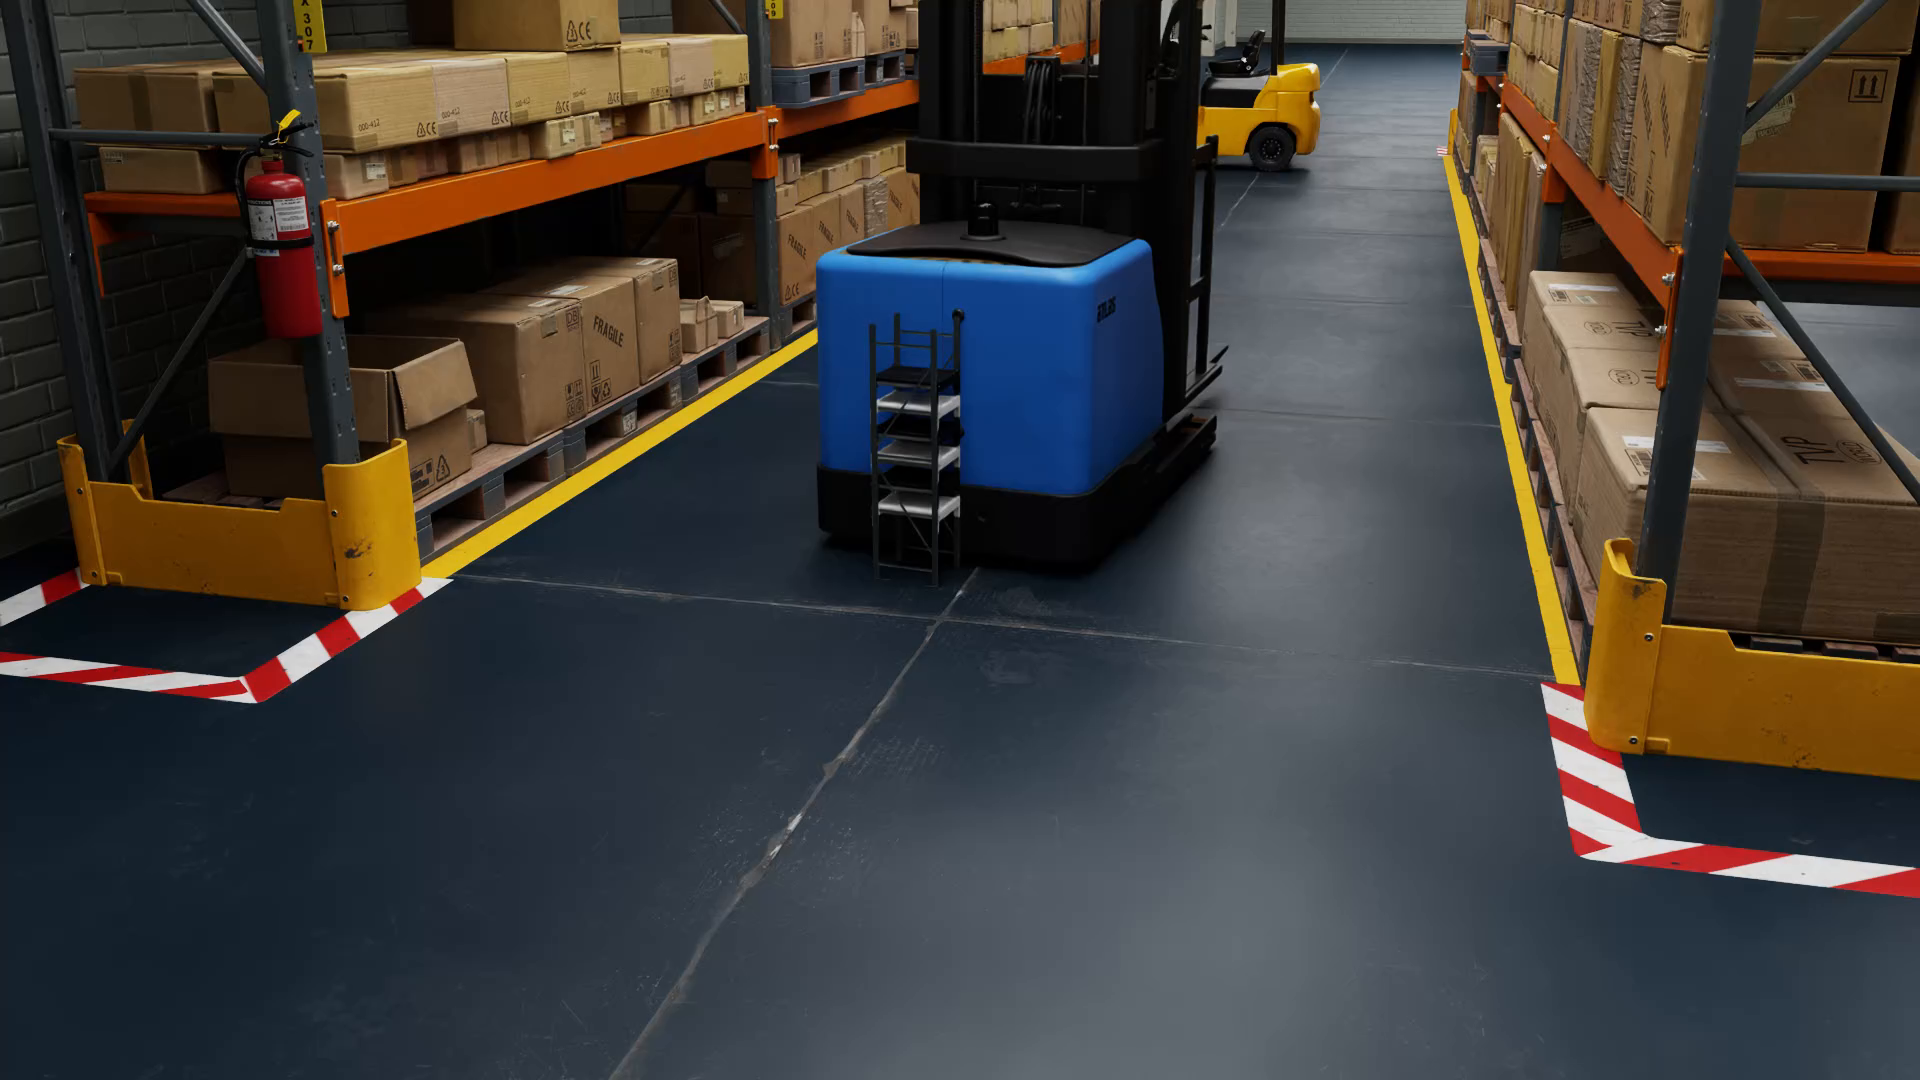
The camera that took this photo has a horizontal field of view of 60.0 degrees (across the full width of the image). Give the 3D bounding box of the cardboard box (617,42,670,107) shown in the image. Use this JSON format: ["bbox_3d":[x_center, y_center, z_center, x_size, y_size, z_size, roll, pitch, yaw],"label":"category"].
[{"bbox_3d":[-1.631,-2.086,7.427,0.500,0.250,0.500,5,19,13],"label":"cardboard box"}]

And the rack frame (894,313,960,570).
[{"bbox_3d":[-0.114,-0.334,5.774,0.240,0.900,0.006,7,20,20],"label":"rack frame"}]

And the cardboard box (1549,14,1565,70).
[{"bbox_3d":[3.185,-2.441,8.152,0.500,0.250,0.500,5,19,13],"label":"cardboard box"}]

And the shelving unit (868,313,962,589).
[{"bbox_3d":[-0.151,-0.304,5.685,0.258,0.900,0.210,7,20,20],"label":"shelving unit"}]

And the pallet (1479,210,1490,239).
[{"bbox_3d":[4.483,-2.297,12.586,1.003,0.211,1.213,5,19,13],"label":"pallet"}]

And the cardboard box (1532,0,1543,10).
[{"bbox_3d":[3.553,-3.282,9.454,0.500,0.500,0.500,5,19,14],"label":"cardboard box"}]

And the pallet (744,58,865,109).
[{"bbox_3d":[-1.200,-2.660,9.631,1.003,0.211,1.213,5,19,13],"label":"pallet"}]

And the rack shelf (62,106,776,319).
[{"bbox_3d":[-1.989,-1.542,7.173,1.077,0.370,4.000,5,19,13],"label":"rack shelf"}]

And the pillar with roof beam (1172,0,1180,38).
[{"bbox_3d":[8.960,-14.264,34.026,9.100,9.000,0.400,5,19,13],"label":"pillar with roof beam"}]

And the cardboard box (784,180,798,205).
[{"bbox_3d":[-1.162,-2.016,9.663,0.380,0.149,0.250,4,19,12],"label":"cardboard box"}]

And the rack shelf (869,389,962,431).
[{"bbox_3d":[-0.151,-0.443,5.637,0.258,0.077,0.200,7,20,20],"label":"rack shelf"}]

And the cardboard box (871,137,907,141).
[{"bbox_3d":[-0.435,-2.823,12.025,0.380,0.149,0.250,4,19,11],"label":"cardboard box"}]

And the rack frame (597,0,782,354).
[{"bbox_3d":[-1.501,-2.509,8.892,1.000,3.000,0.127,5,19,13],"label":"rack frame"}]

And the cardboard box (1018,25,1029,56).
[{"bbox_3d":[0.316,-4.456,14.824,0.500,0.250,0.500,5,19,14],"label":"cardboard box"}]

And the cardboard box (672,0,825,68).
[{"bbox_3d":[-1.166,-2.889,9.201,0.700,0.500,0.500,5,20,15],"label":"cardboard box"}]

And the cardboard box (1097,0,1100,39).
[{"bbox_3d":[1.305,-5.820,18.431,0.500,0.500,0.500,4,19,12],"label":"cardboard box"}]

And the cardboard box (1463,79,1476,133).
[{"bbox_3d":[5.399,-4.404,16.885,0.500,0.500,0.500,6,20,16],"label":"cardboard box"}]

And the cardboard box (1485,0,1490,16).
[{"bbox_3d":[4.620,-4.577,13.683,0.500,0.500,0.500,5,19,13],"label":"cardboard box"}]

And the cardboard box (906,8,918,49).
[{"bbox_3d":[-0.467,-3.534,11.476,0.500,0.250,0.500,4,19,11],"label":"cardboard box"}]

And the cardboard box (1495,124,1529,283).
[{"bbox_3d":[3.820,-2.076,10.262,0.875,0.875,0.875,5,19,14],"label":"cardboard box"}]

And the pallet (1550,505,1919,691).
[{"bbox_3d":[2.456,0.198,5.280,1.003,0.211,1.213,5,19,13],"label":"pallet"}]

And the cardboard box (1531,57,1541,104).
[{"bbox_3d":[3.446,-2.524,9.168,0.500,0.250,0.500,4,19,12],"label":"cardboard box"}]

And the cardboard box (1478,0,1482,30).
[{"bbox_3d":[5.255,-5.134,15.964,0.500,0.500,0.500,5,20,15],"label":"cardboard box"}]

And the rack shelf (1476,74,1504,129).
[{"bbox_3d":[4.779,-3.658,13.370,1.077,0.370,4.000,5,19,13],"label":"rack shelf"}]

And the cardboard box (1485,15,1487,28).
[{"bbox_3d":[4.827,-4.557,14.628,0.380,0.149,0.250,5,19,14],"label":"cardboard box"}]

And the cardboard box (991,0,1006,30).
[{"bbox_3d":[0.091,-4.368,13.792,0.500,0.250,0.500,4,19,12],"label":"cardboard box"}]

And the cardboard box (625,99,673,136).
[{"bbox_3d":[-1.542,-1.941,7.619,0.380,0.149,0.250,4,19,13],"label":"cardboard box"}]

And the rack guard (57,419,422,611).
[{"bbox_3d":[-2.459,-0.096,5.696,1.175,0.500,0.348,5,19,13],"label":"rack guard"}]

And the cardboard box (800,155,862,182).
[{"bbox_3d":[-0.859,-2.424,10.858,0.380,0.149,0.250,5,19,14],"label":"cardboard box"}]

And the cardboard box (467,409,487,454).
[{"bbox_3d":[-2.095,-0.419,6.535,0.380,0.149,0.250,4,19,11],"label":"cardboard box"}]

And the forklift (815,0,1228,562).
[{"bbox_3d":[0.486,-1.748,6.770,1.130,2.935,3.031,7,20,20],"label":"forklift"}]

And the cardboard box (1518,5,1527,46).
[{"bbox_3d":[3.800,-3.236,10.480,0.500,0.250,0.500,5,20,15],"label":"cardboard box"}]

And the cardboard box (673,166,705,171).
[{"bbox_3d":[-1.543,-2.212,10.237,0.380,0.149,0.250,4,19,11],"label":"cardboard box"}]

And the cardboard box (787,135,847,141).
[{"bbox_3d":[-1.044,-2.865,12.150,0.380,0.149,0.250,5,20,15],"label":"cardboard box"}]

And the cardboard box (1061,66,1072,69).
[{"bbox_3d":[1.012,-5.348,19.262,0.500,0.250,0.500,5,19,13],"label":"cardboard box"}]

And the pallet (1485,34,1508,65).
[{"bbox_3d":[4.735,-3.905,13.276,1.003,0.211,1.213,5,19,13],"label":"pallet"}]

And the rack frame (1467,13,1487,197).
[{"bbox_3d":[5.268,-4.626,15.089,1.000,3.000,0.127,5,19,13],"label":"rack frame"}]

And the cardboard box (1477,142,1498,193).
[{"bbox_3d":[4.970,-3.191,14.304,0.950,0.372,0.625,6,20,17],"label":"cardboard box"}]

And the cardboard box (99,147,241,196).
[{"bbox_3d":[-2.657,-1.261,5.629,0.380,0.149,0.250,4,19,13],"label":"cardboard box"}]

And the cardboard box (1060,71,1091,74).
[{"bbox_3d":[1.257,-4.994,18.226,0.500,0.250,0.500,4,19,12],"label":"cardboard box"}]

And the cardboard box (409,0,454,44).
[{"bbox_3d":[-2.122,-2.488,7.442,0.500,0.500,0.500,4,19,12],"label":"cardboard box"}]

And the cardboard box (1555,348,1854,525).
[{"bbox_3d":[2.616,-0.353,5.894,0.875,0.438,0.875,5,20,15],"label":"cardboard box"}]

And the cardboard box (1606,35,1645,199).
[{"bbox_3d":[2.451,-1.402,5.497,0.500,0.500,0.500,5,20,15],"label":"cardboard box"}]

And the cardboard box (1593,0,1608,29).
[{"bbox_3d":[2.697,-2.191,6.260,0.500,0.500,0.500,5,19,14],"label":"cardboard box"}]

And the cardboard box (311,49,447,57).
[{"bbox_3d":[-2.370,-1.807,6.608,0.500,0.250,0.500,5,20,15],"label":"cardboard box"}]

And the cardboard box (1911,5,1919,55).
[{"bbox_3d":[2.730,-1.513,4.274,0.500,0.500,0.500,4,19,12],"label":"cardboard box"}]

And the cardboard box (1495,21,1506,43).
[{"bbox_3d":[4.156,-3.745,12.251,0.380,0.149,0.250,4,19,13],"label":"cardboard box"}]

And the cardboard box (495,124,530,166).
[{"bbox_3d":[-1.903,-1.544,6.457,0.380,0.149,0.250,5,19,14],"label":"cardboard box"}]

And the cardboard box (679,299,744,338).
[{"bbox_3d":[-1.352,-1.161,8.706,0.380,0.149,0.250,4,19,12],"label":"cardboard box"}]

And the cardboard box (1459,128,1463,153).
[{"bbox_3d":[5.527,-4.214,17.490,0.500,0.250,0.500,6,20,17],"label":"cardboard box"}]

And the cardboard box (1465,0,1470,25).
[{"bbox_3d":[5.861,-5.941,18.325,0.500,0.500,0.500,4,19,13],"label":"cardboard box"}]

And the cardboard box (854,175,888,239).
[{"bbox_3d":[-0.785,-2.144,11.043,0.500,0.500,0.500,4,19,11],"label":"cardboard box"}]
